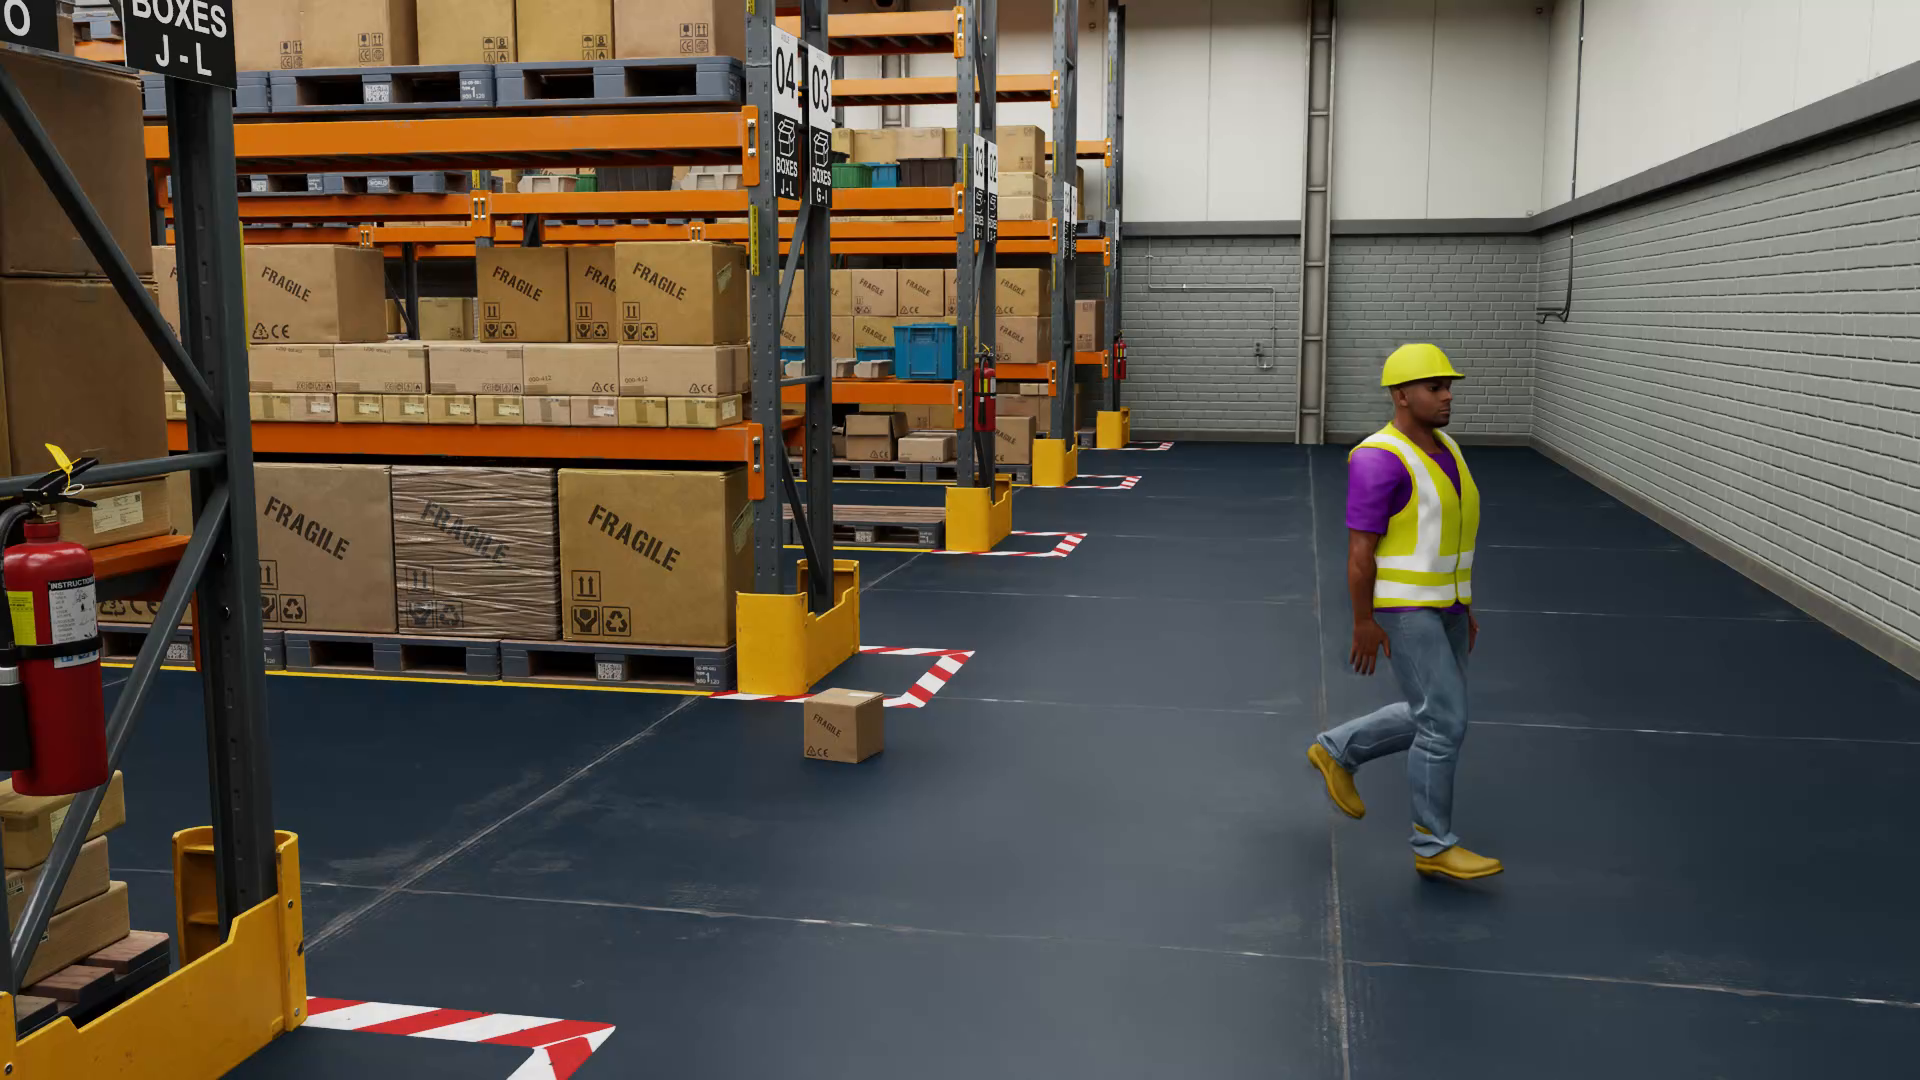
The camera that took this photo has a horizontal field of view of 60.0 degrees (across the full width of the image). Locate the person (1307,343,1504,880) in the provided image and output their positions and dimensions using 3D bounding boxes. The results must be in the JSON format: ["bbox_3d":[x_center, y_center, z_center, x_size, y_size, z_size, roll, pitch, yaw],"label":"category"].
[{"bbox_3d":[1.496,0.219,5.576,0.820,1.750,0.582,7,11,42],"label":"person"}]
